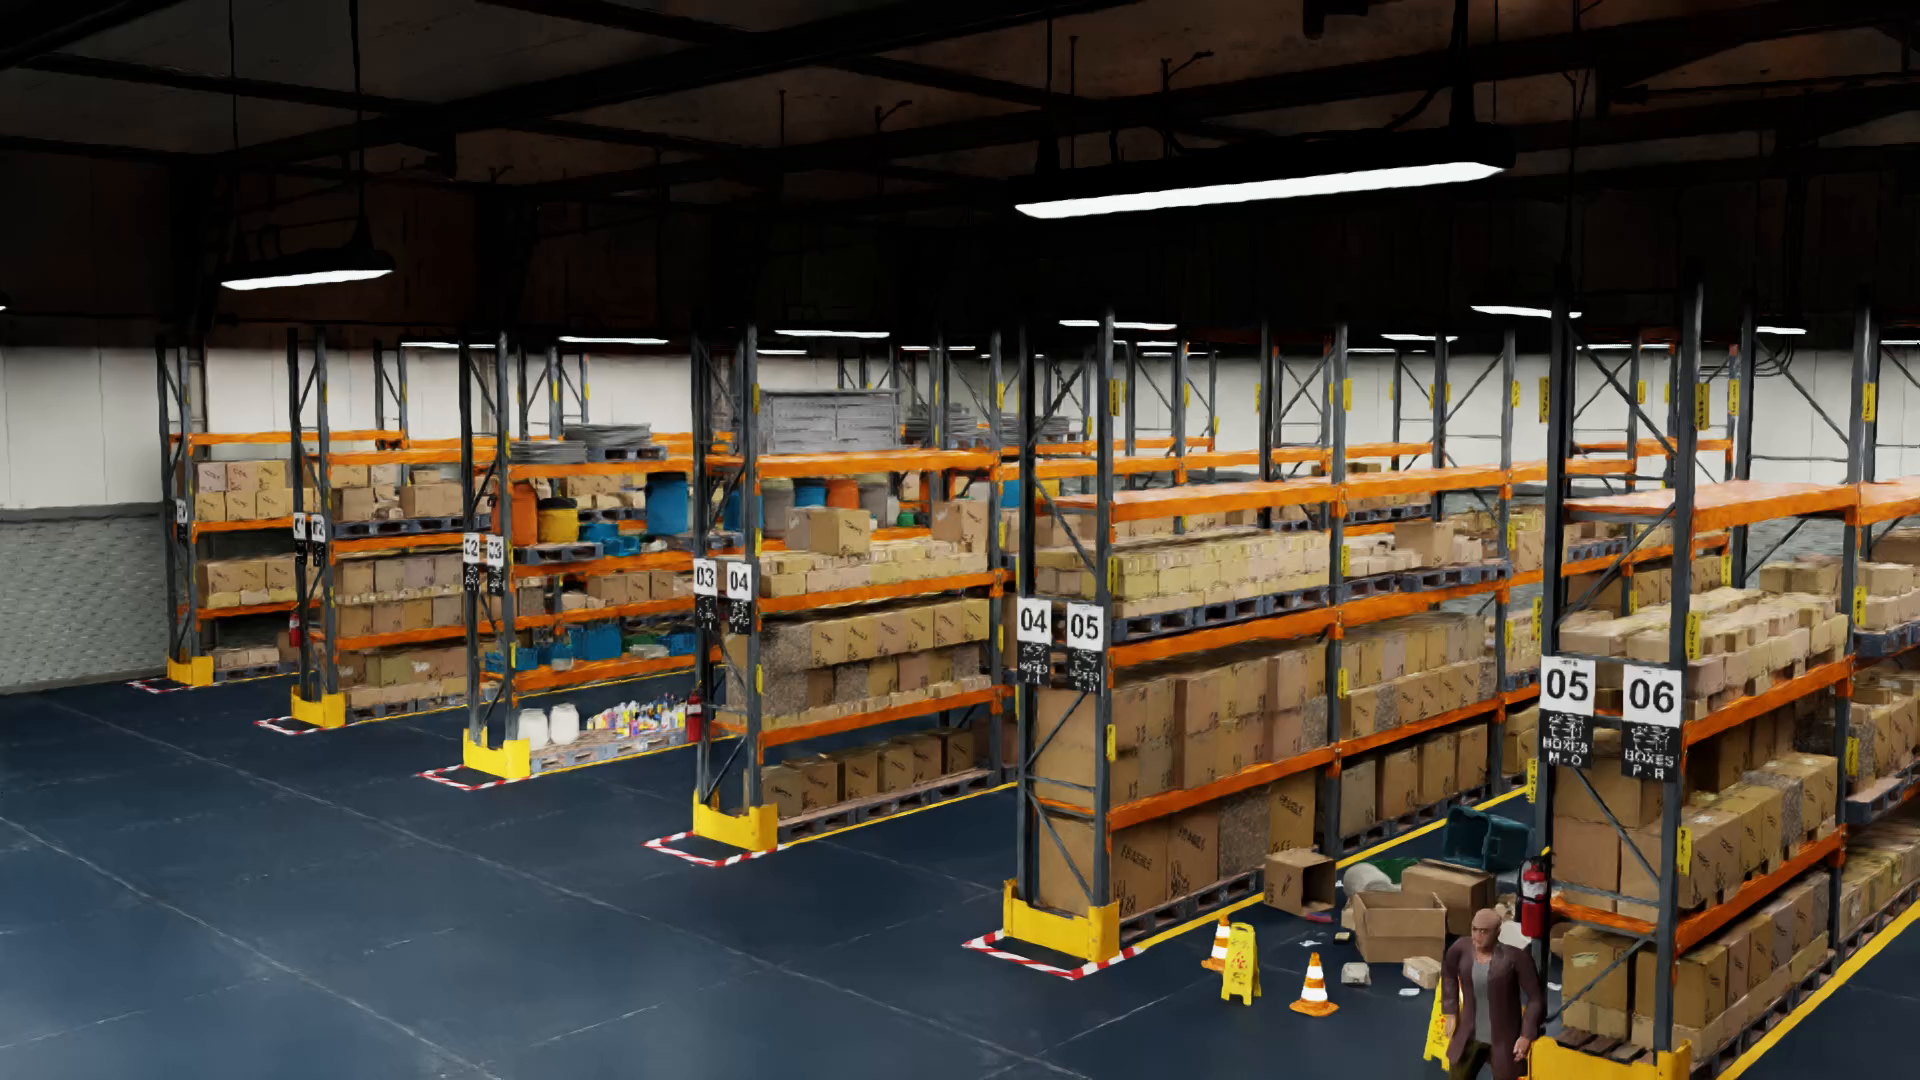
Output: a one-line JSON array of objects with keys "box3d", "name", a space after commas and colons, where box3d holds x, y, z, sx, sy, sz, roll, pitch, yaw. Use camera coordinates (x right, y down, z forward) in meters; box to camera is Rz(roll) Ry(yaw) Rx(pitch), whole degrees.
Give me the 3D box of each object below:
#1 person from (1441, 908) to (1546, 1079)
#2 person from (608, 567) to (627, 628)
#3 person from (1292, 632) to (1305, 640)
[{"box3d": [3.533, 3.269, 11.080, 0.729, 1.733, 0.544, 5, 7, 42], "name": "person"}, {"box3d": [-6.769, 1.215, 33.037, 0.440, 1.683, 0.551, 2, 6, 18], "name": "person"}, {"box3d": [4.999, 2.119, 24.451, 1.036, 1.480, 0.417, -5, 7, -44], "name": "person"}]
